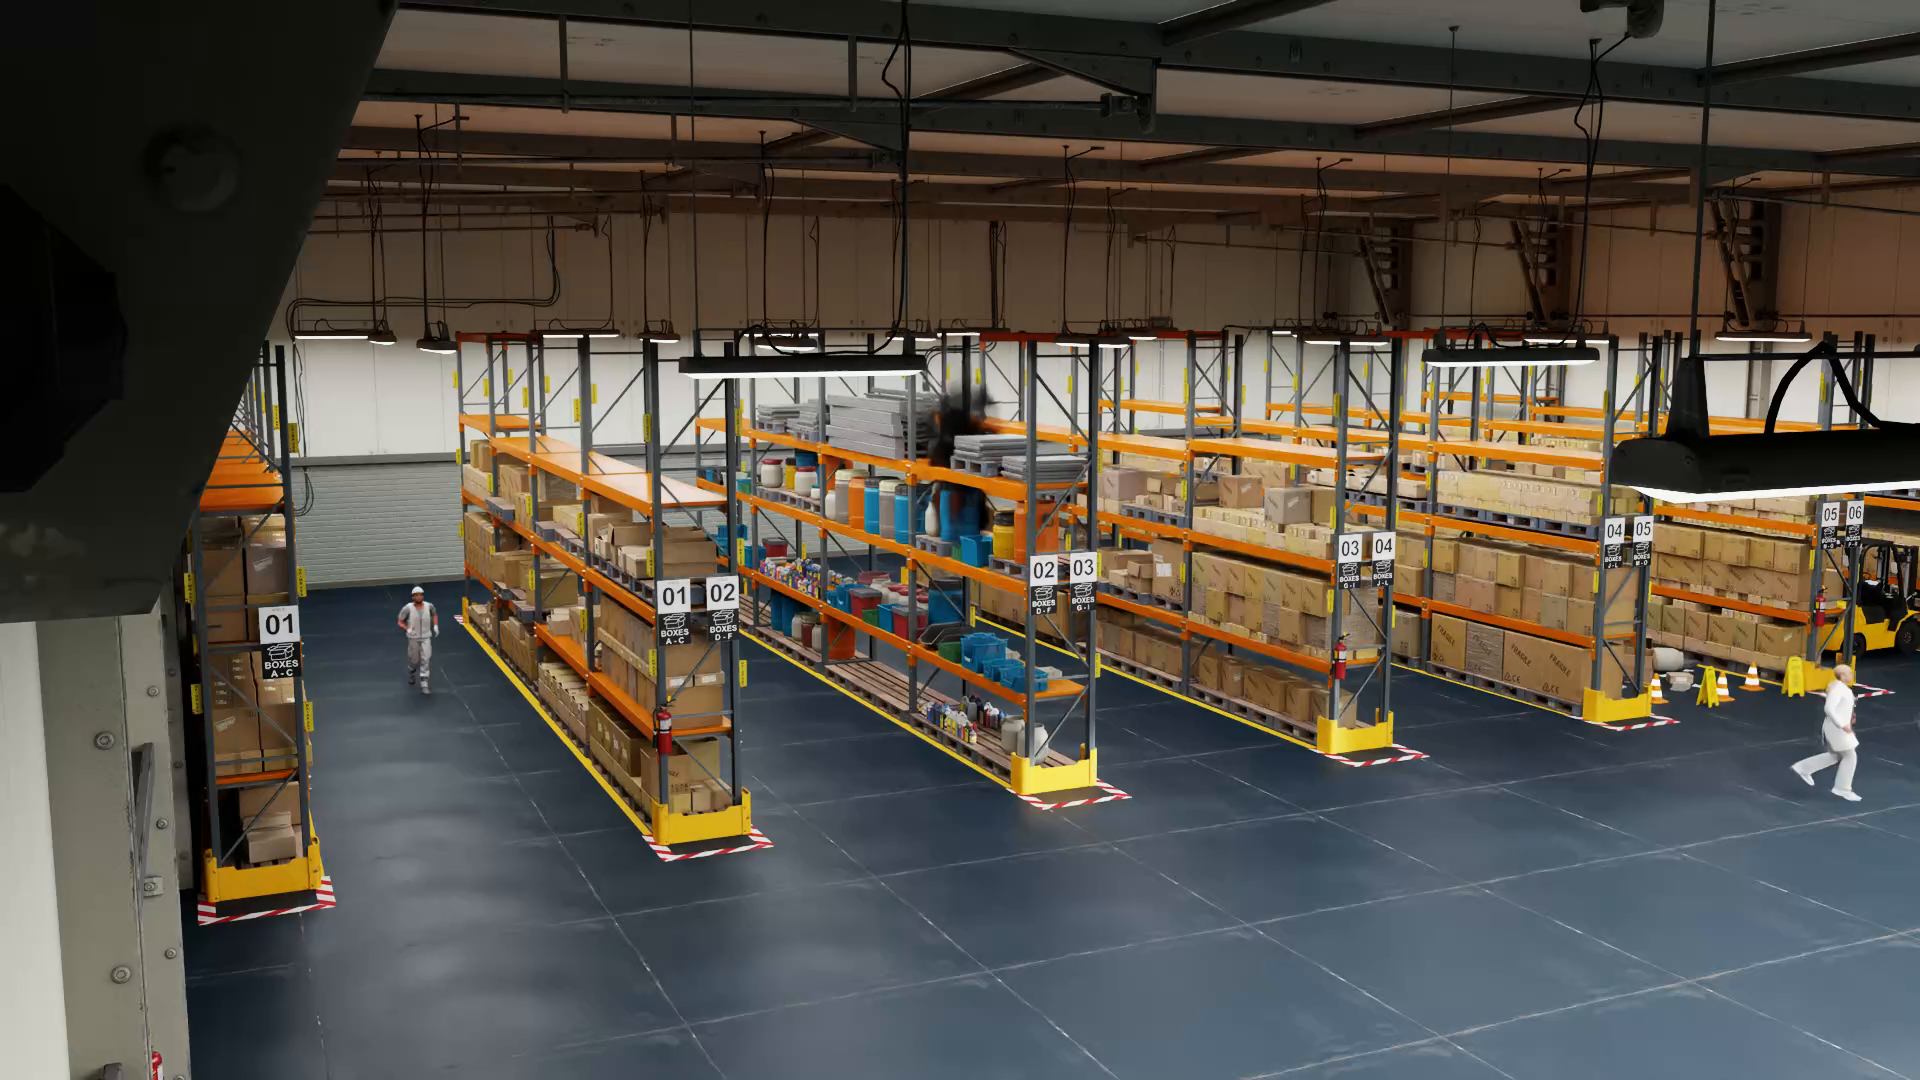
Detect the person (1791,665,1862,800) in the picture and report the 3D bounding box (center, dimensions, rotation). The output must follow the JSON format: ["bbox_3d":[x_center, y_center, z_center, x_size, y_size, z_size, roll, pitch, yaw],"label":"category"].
[{"bbox_3d":[11.509,2.518,21.934,0.795,1.806,0.733,3,8,23],"label":"person"}]

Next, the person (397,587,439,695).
[{"bbox_3d":[-9.141,1.669,28.112,0.686,1.792,0.839,-4,9,-29],"label":"person"}]

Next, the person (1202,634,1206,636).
[{"bbox_3d":[4.993,1.121,32.633,0.590,1.734,0.682,-4,9,-26],"label":"person"}]

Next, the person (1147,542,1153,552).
[{"bbox_3d":[5.107,-0.389,43.647,0.967,1.668,0.539,-7,10,-42],"label":"person"}]
